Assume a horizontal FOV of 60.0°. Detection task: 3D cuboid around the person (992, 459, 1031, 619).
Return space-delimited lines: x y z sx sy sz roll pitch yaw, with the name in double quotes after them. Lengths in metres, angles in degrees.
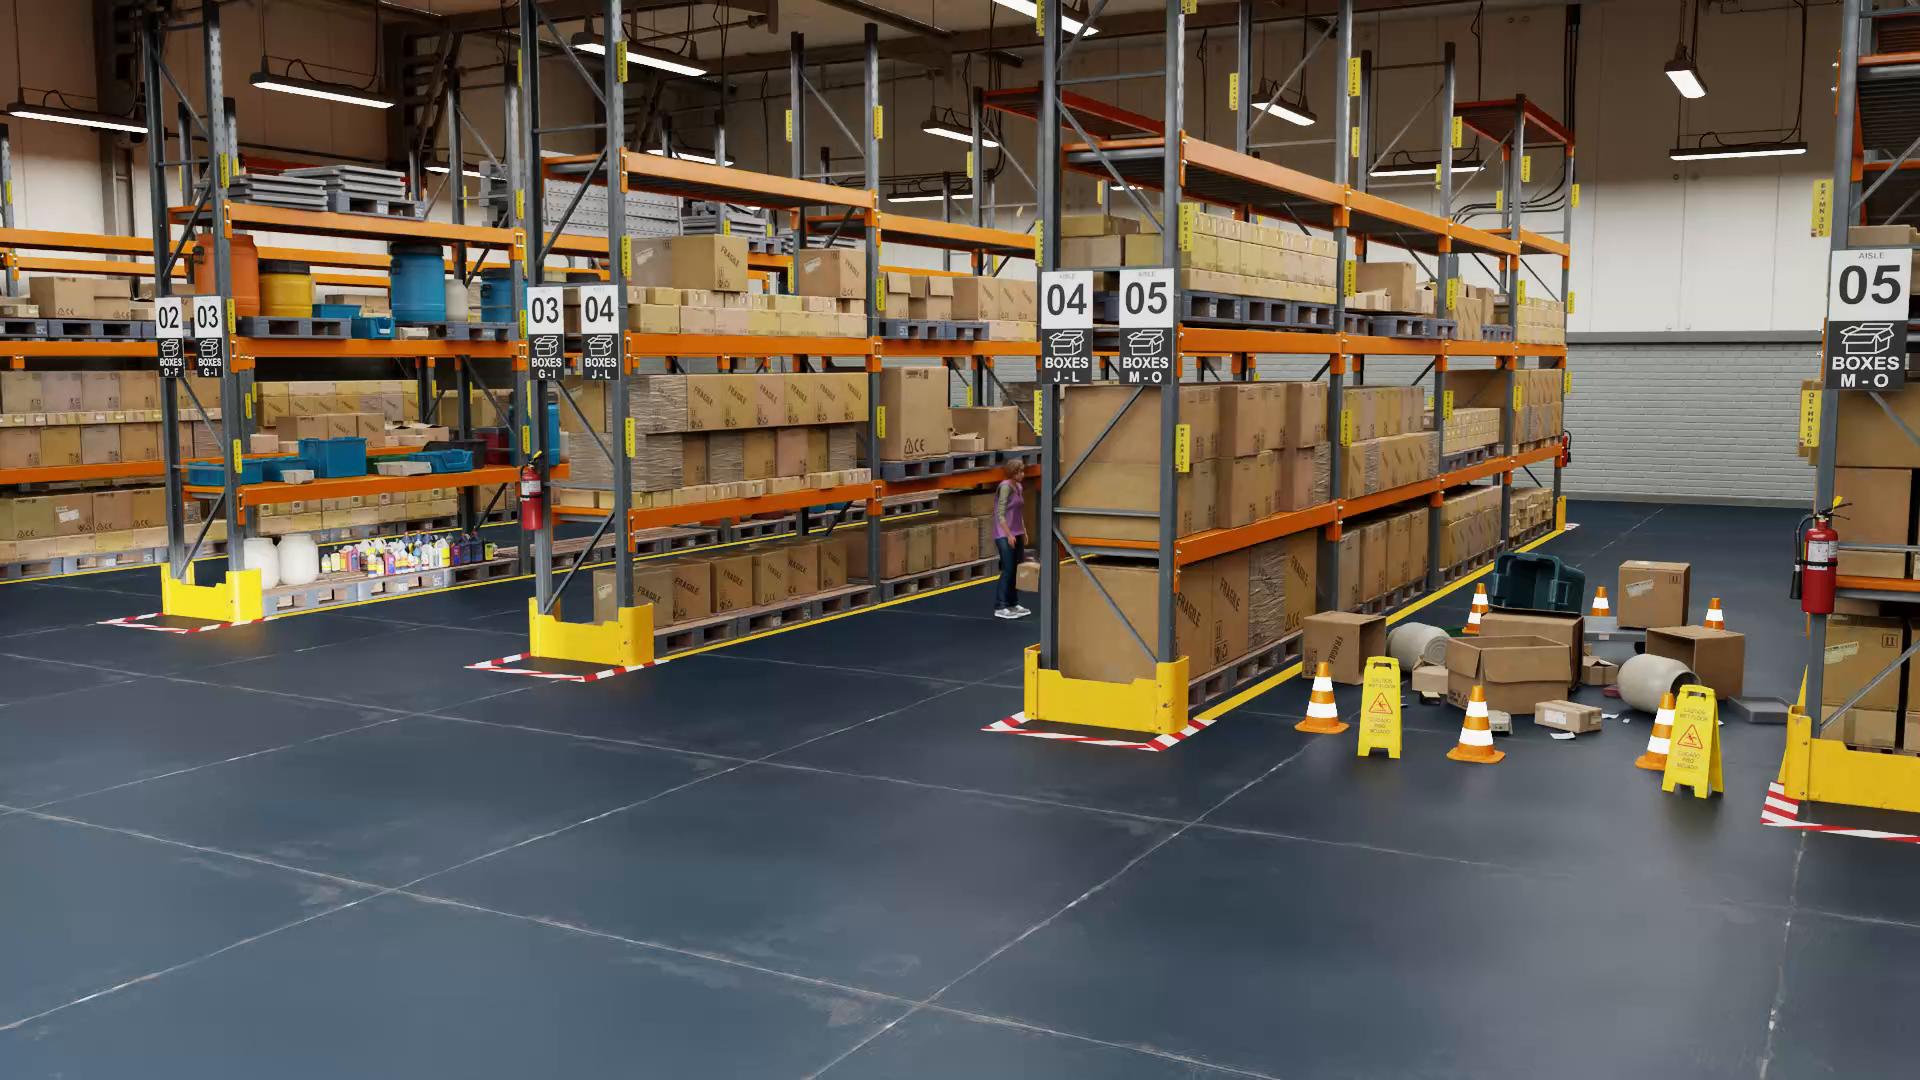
0.512 -0.024 16.771 0.343 1.597 0.453 3 7 27 "person"
